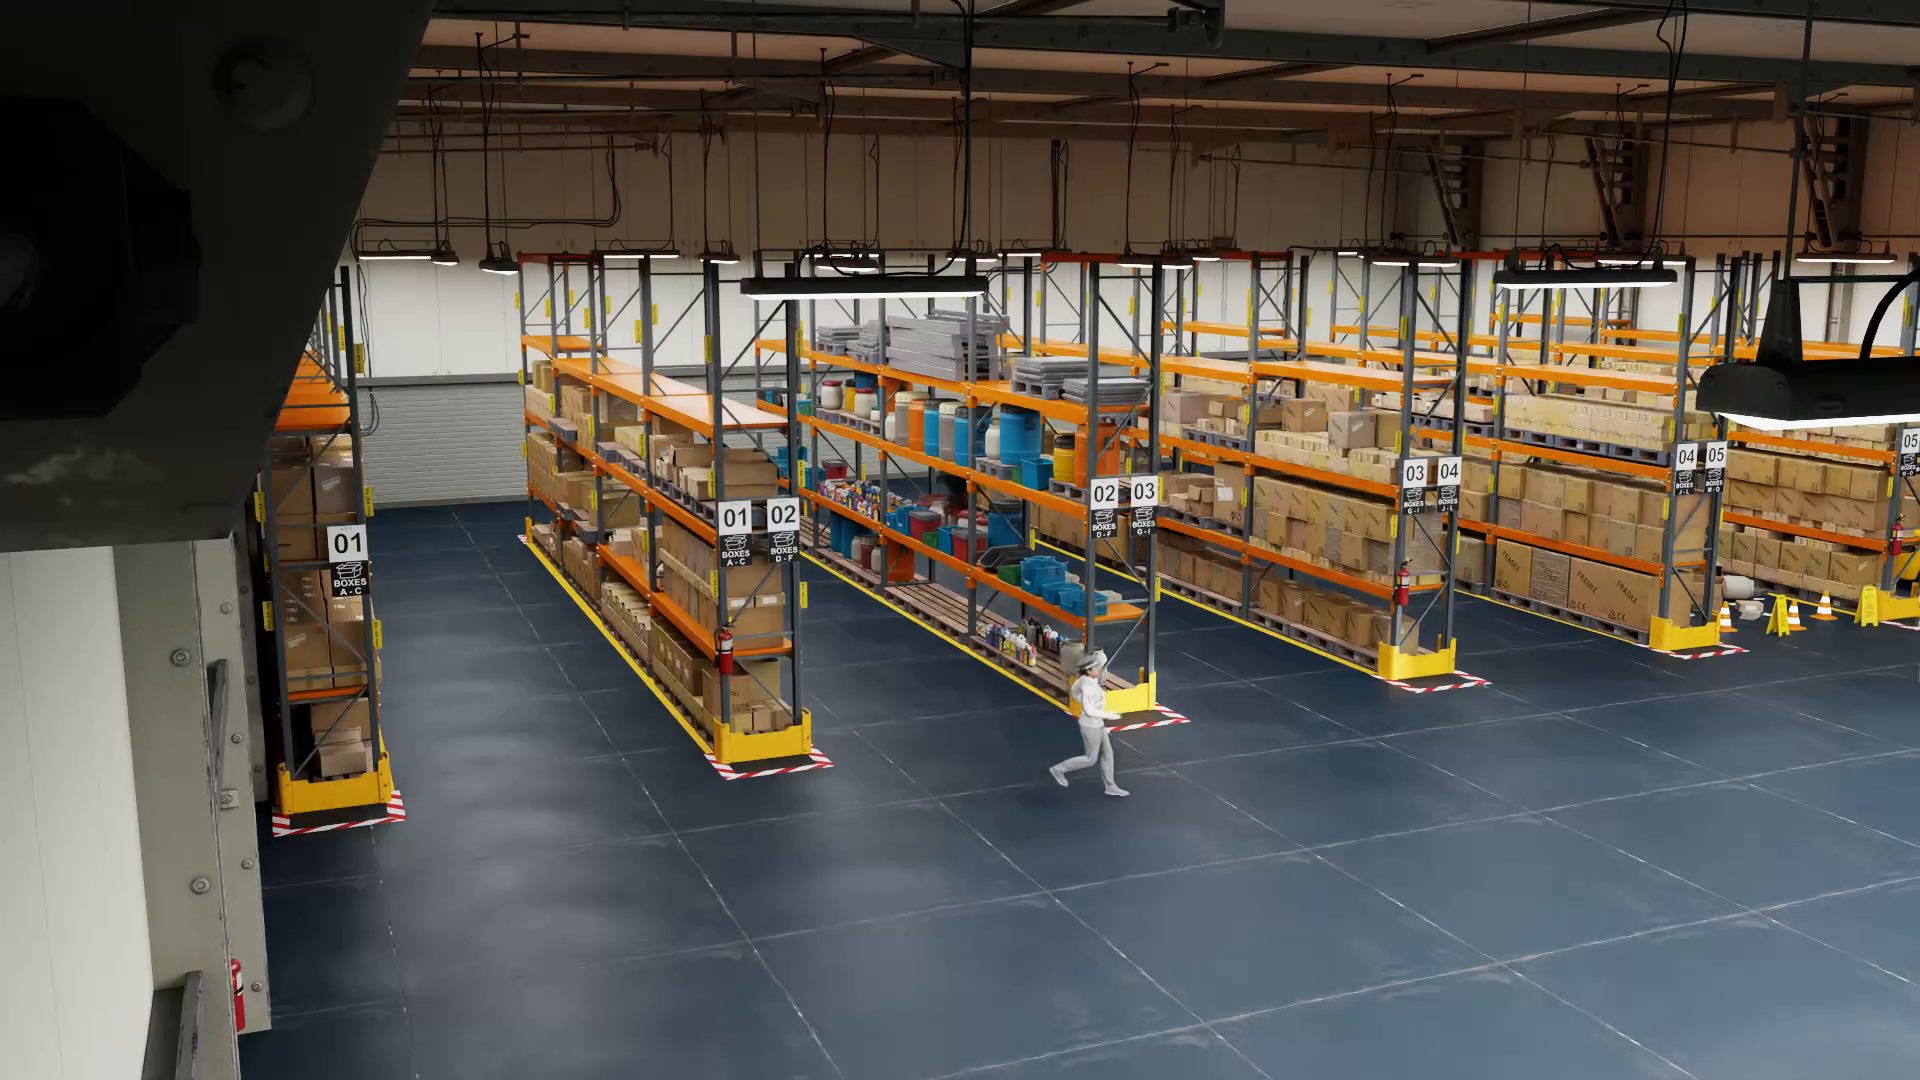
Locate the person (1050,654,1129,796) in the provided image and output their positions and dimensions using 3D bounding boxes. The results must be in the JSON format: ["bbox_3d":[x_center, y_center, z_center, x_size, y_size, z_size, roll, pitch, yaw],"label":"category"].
[{"bbox_3d":[1.482,2.106,18.910,0.913,1.675,0.630,1,10,4],"label":"person"}]

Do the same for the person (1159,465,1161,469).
[{"bbox_3d":[4.099,-0.794,34.934,0.503,1.627,0.691,-6,12,-30],"label":"person"}]

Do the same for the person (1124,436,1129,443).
[{"bbox_3d":[4.088,-1.896,40.705,0.583,1.696,0.790,7,12,33],"label":"person"}]
